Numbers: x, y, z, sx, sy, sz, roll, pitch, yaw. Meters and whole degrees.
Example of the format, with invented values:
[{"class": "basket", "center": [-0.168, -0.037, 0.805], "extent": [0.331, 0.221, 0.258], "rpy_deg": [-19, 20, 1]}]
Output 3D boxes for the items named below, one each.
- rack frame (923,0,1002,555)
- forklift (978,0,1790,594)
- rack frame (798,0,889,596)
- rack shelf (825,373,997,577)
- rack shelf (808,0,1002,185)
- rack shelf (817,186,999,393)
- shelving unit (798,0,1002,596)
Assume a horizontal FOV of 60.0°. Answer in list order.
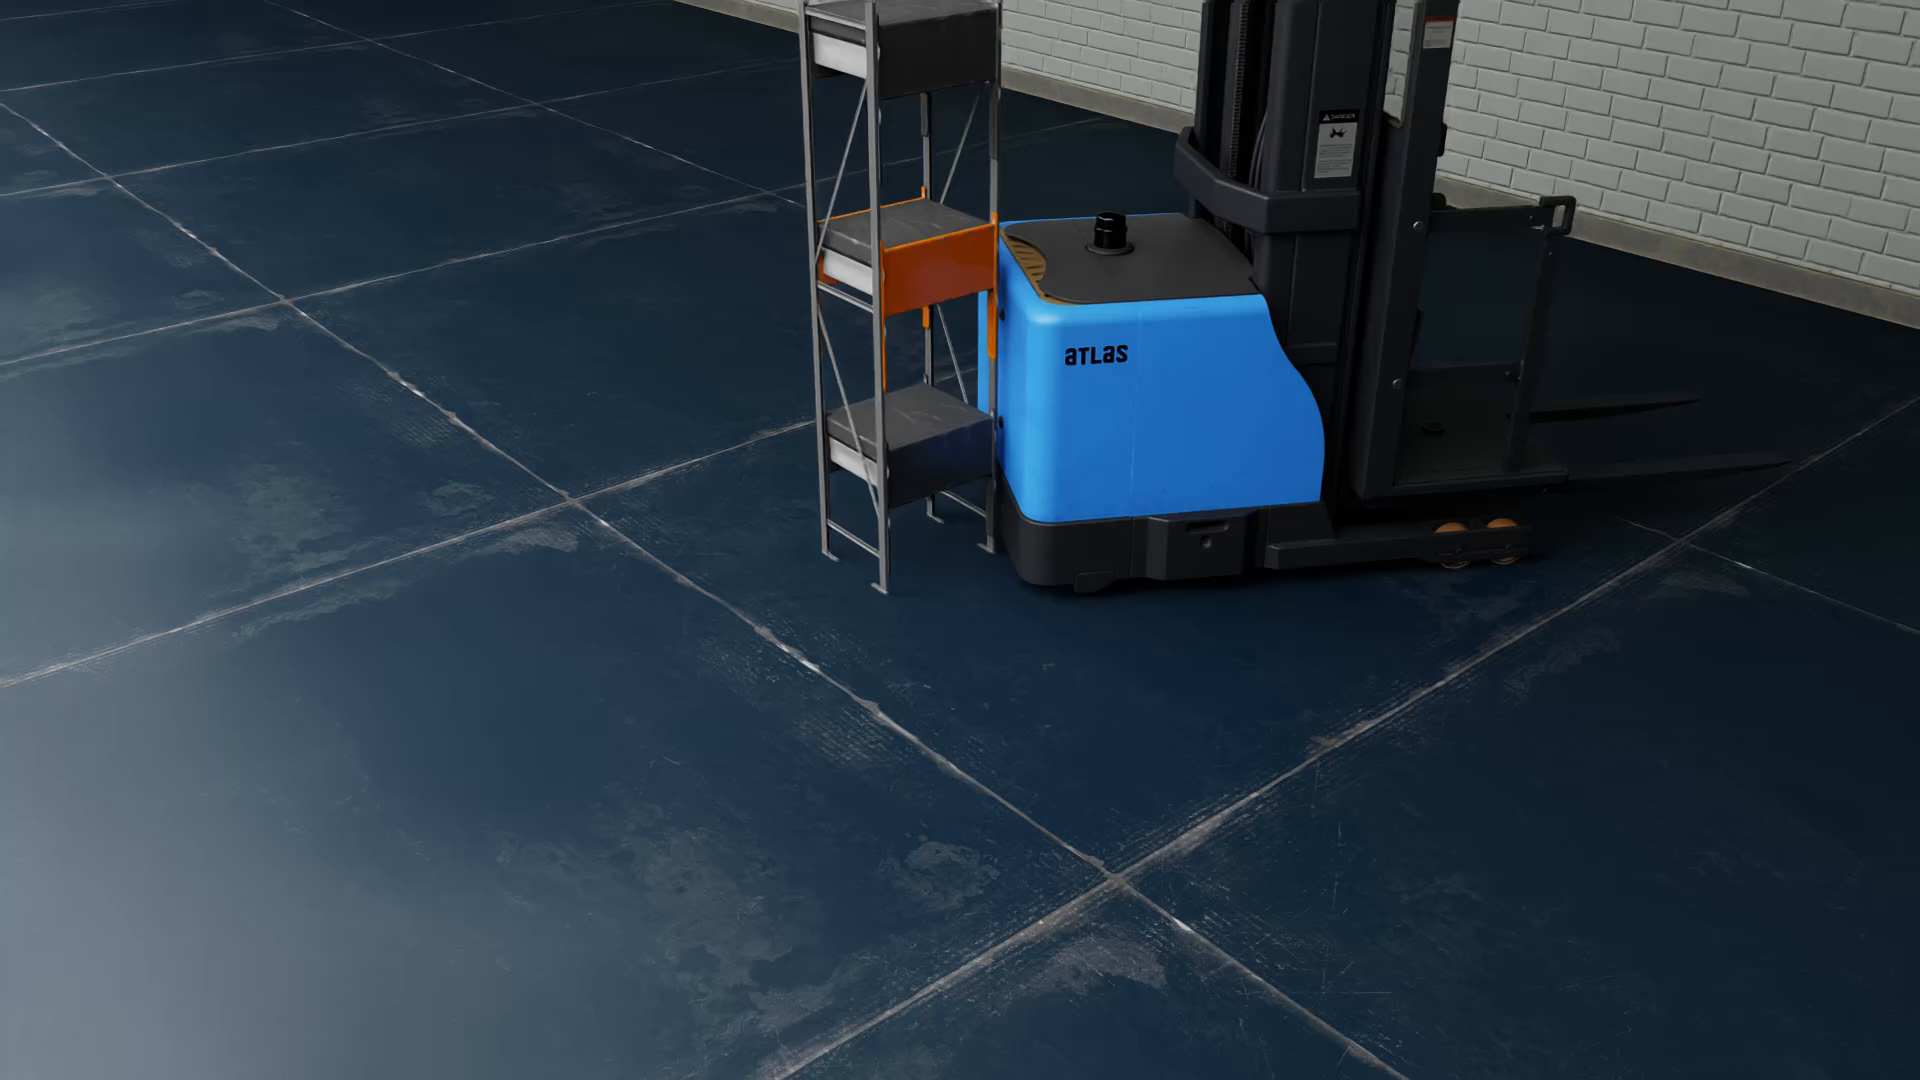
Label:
[{"class": "rack frame", "center": [0.003, -0.946, 5.793], "extent": [0.015, 2.100, 0.400], "rpy_deg": [-20, 34, -33]}, {"class": "forklift", "center": [1.622, -1.428, 5.813], "extent": [3.031, 2.935, 1.130], "rpy_deg": [-5, 28, -9]}, {"class": "rack frame", "center": [-0.380, -0.803, 5.526], "extent": [0.015, 2.100, 0.400], "rpy_deg": [-20, 34, -33]}, {"class": "rack shelf", "center": [-0.188, -0.245, 5.996], "extent": [0.480, 0.518, 0.431], "rpy_deg": [-20, 34, -33]}, {"class": "rack shelf", "center": [-0.188, -1.480, 5.336], "extent": [0.480, 0.518, 0.431], "rpy_deg": [-20, 34, -33]}, {"class": "rack shelf", "center": [-0.188, -0.863, 5.666], "extent": [0.480, 0.518, 0.431], "rpy_deg": [-20, 34, -33]}, {"class": "shelving unit", "center": [-0.188, -0.875, 5.659], "extent": [0.503, 2.100, 0.431], "rpy_deg": [-20, 34, -33]}]
